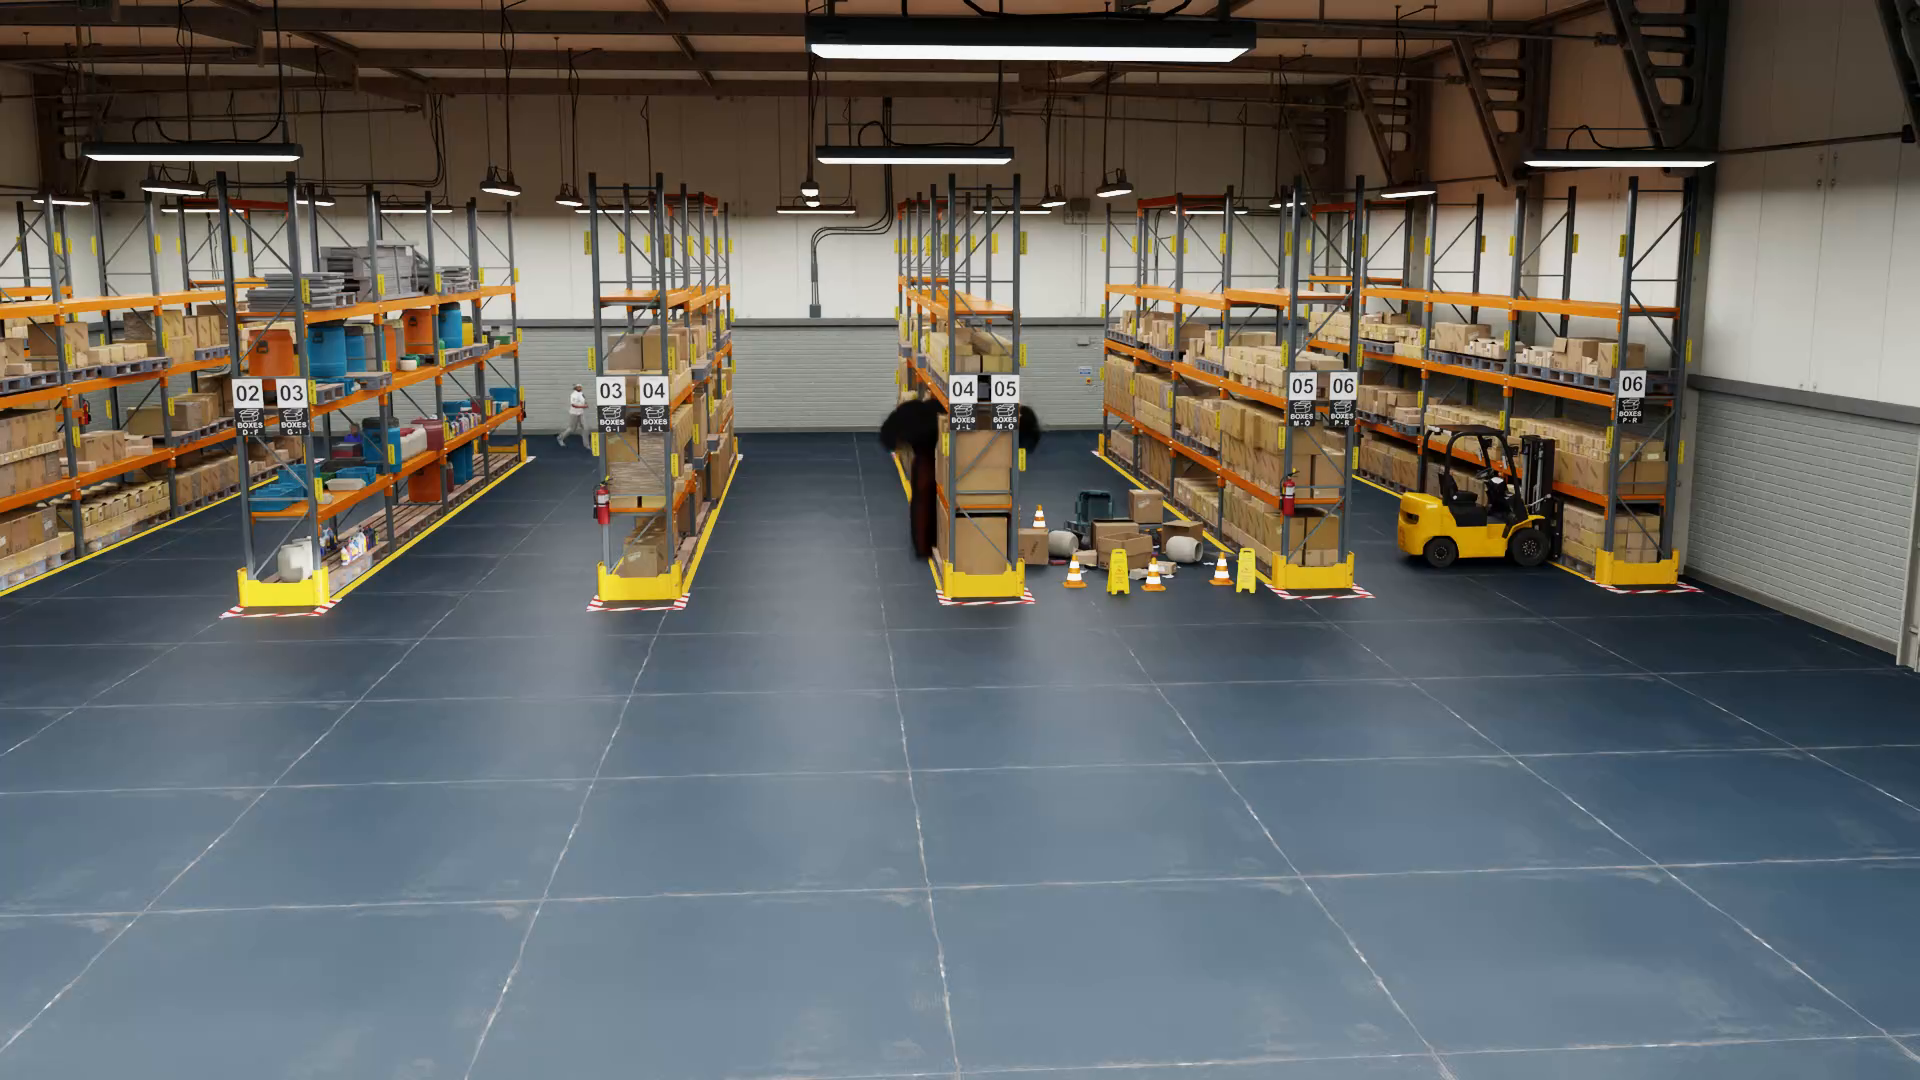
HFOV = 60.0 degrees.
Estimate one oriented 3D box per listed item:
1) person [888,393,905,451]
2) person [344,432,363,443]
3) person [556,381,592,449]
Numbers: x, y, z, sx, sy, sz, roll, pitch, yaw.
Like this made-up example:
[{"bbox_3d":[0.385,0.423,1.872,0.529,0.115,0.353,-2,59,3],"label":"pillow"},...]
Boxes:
[{"bbox_3d":[-1.387,-3.044,40.968,0.688,1.771,0.698,-10,14,-43],"label":"person"},{"bbox_3d":[-12.077,-1.522,33.447,0.530,1.358,0.555,-2,10,-14],"label":"person"},{"bbox_3d":[-9.594,-3.110,41.459,0.935,1.718,0.591,2,10,12],"label":"person"}]
